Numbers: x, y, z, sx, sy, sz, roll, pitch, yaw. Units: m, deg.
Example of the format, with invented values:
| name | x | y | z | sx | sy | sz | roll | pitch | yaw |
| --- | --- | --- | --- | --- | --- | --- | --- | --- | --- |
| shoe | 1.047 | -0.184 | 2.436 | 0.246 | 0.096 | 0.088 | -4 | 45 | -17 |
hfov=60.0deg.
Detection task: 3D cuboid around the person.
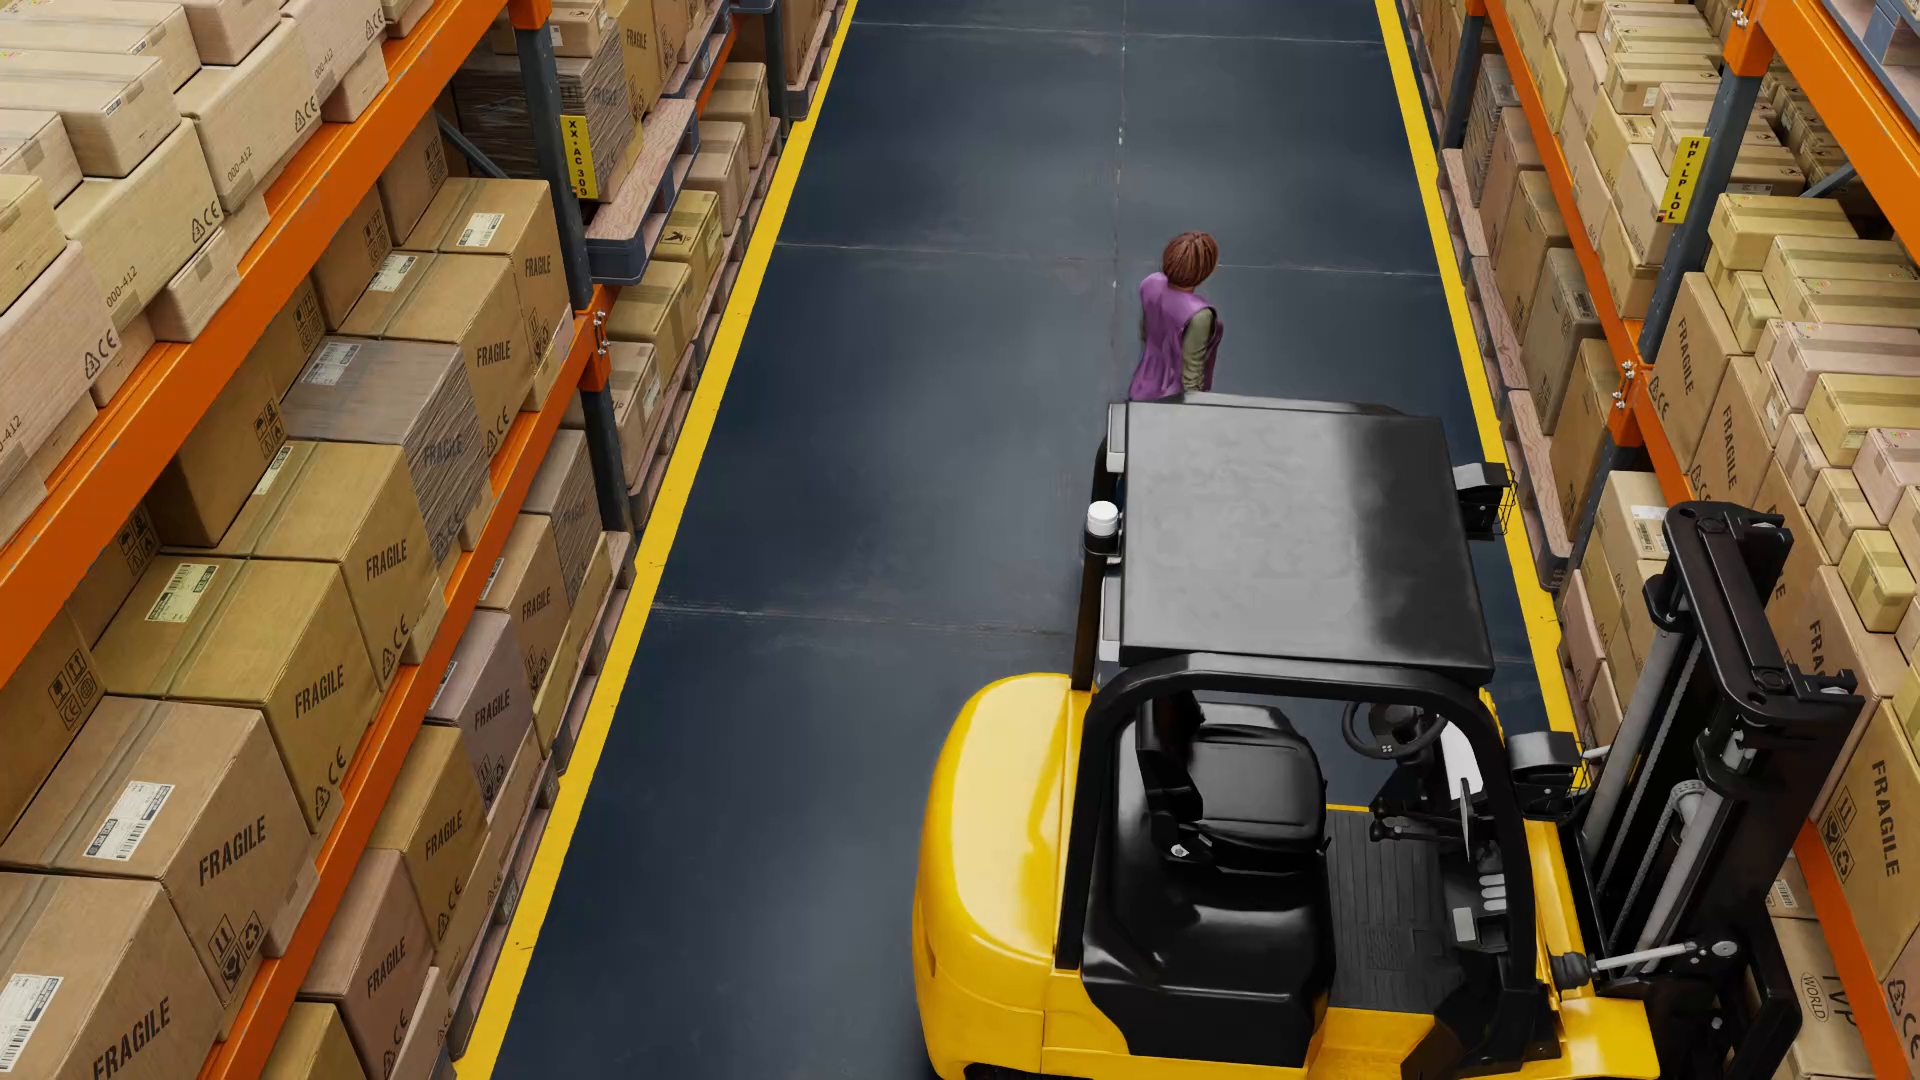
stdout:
| name | x | y | z | sx | sy | sz | roll | pitch | yaw |
| --- | --- | --- | --- | --- | --- | --- | --- | --- | --- |
| person | 0.888 | -0.571 | 6.834 | 0.625 | 1.595 | 0.446 | -27 | 47 | -28 |
